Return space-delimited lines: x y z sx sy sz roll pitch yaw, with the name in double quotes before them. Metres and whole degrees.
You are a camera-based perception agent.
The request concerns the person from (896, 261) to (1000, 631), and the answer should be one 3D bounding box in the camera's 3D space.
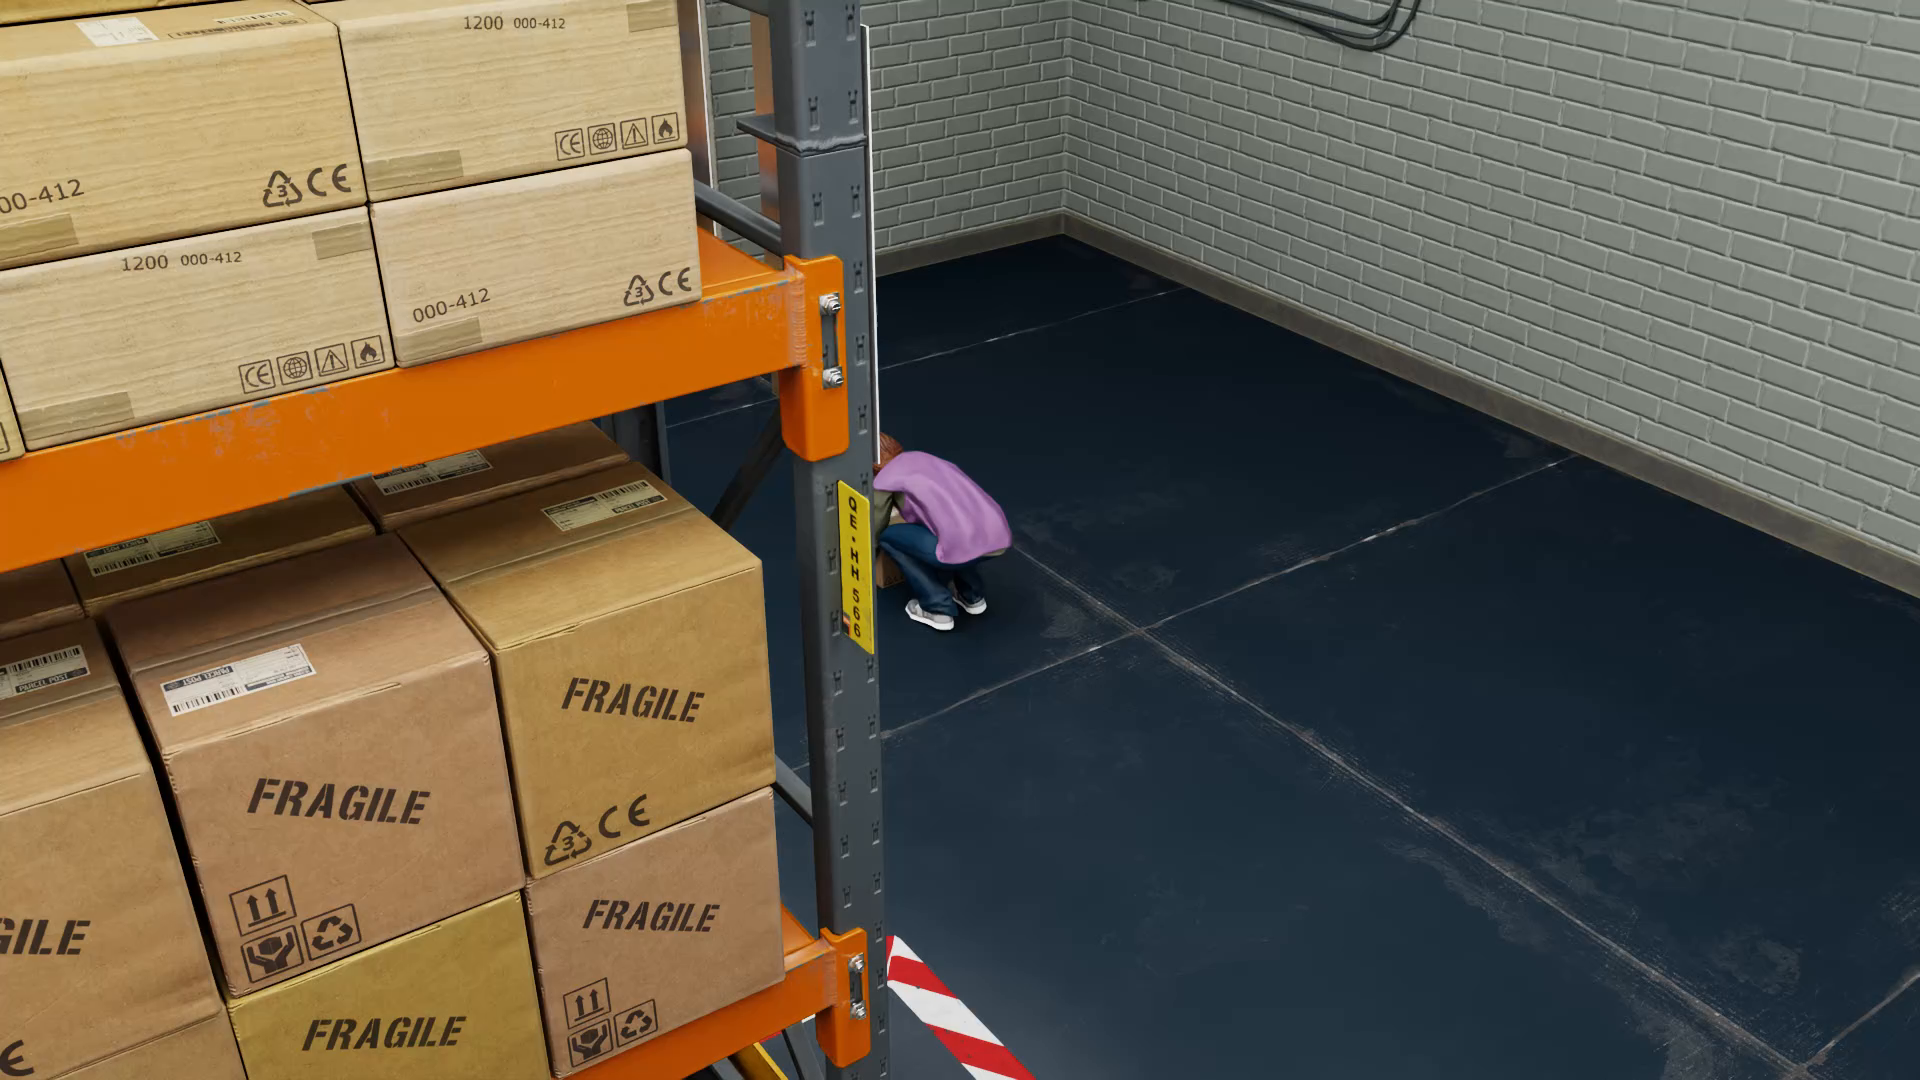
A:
"person" -0.037 -0.369 6.803 0.446 1.592 0.359 -20 35 -31
